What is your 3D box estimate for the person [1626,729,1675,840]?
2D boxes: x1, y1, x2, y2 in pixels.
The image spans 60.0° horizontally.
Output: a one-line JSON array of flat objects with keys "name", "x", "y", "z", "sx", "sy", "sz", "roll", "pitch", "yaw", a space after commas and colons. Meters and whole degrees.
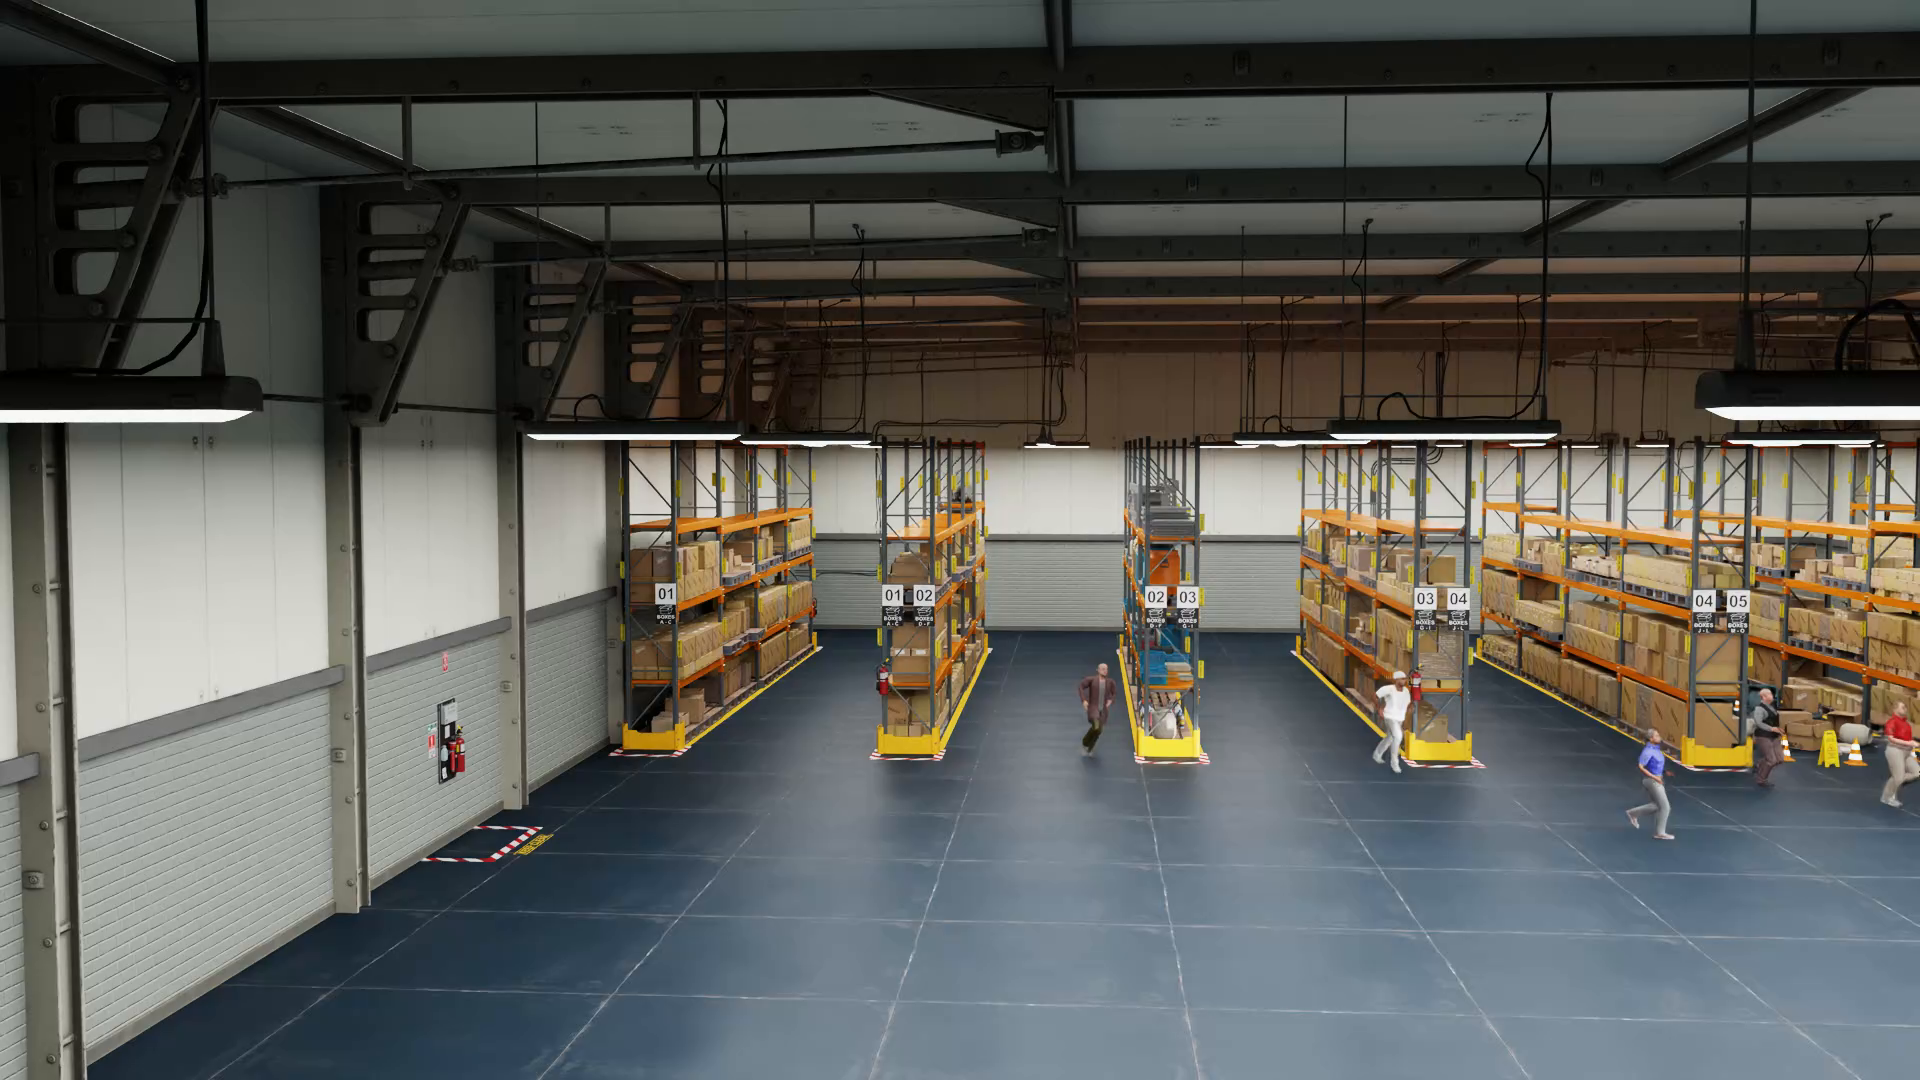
[{"name": "person", "x": 10.214, "y": 3.597, "z": 24.605, "sx": 0.700, "sy": 1.608, "sz": 0.581, "roll": 2, "pitch": 4, "yaw": 35}]

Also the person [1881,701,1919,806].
[{"name": "person", "x": 15.172, "y": 3.441, "z": 26.760, "sx": 0.651, "sy": 1.687, "sz": 0.603, "roll": -2, "pitch": 4, "yaw": -36}]

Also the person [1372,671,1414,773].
[{"name": "person", "x": 7.837, "y": 3.258, "z": 30.058, "sx": 0.687, "sy": 1.791, "sz": 0.835, "roll": -2, "pitch": 4, "yaw": -33}]

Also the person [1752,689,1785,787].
[{"name": "person", "x": 13.756, "y": 3.365, "z": 28.315, "sx": 0.676, "sy": 1.673, "sz": 0.595, "roll": -2, "pitch": 4, "yaw": -38}]

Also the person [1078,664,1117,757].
[{"name": "person", "x": 2.616, "y": 3.188, "z": 31.136, "sx": 0.702, "sy": 1.742, "sz": 0.636, "roll": -1, "pitch": 3, "yaw": -18}]
